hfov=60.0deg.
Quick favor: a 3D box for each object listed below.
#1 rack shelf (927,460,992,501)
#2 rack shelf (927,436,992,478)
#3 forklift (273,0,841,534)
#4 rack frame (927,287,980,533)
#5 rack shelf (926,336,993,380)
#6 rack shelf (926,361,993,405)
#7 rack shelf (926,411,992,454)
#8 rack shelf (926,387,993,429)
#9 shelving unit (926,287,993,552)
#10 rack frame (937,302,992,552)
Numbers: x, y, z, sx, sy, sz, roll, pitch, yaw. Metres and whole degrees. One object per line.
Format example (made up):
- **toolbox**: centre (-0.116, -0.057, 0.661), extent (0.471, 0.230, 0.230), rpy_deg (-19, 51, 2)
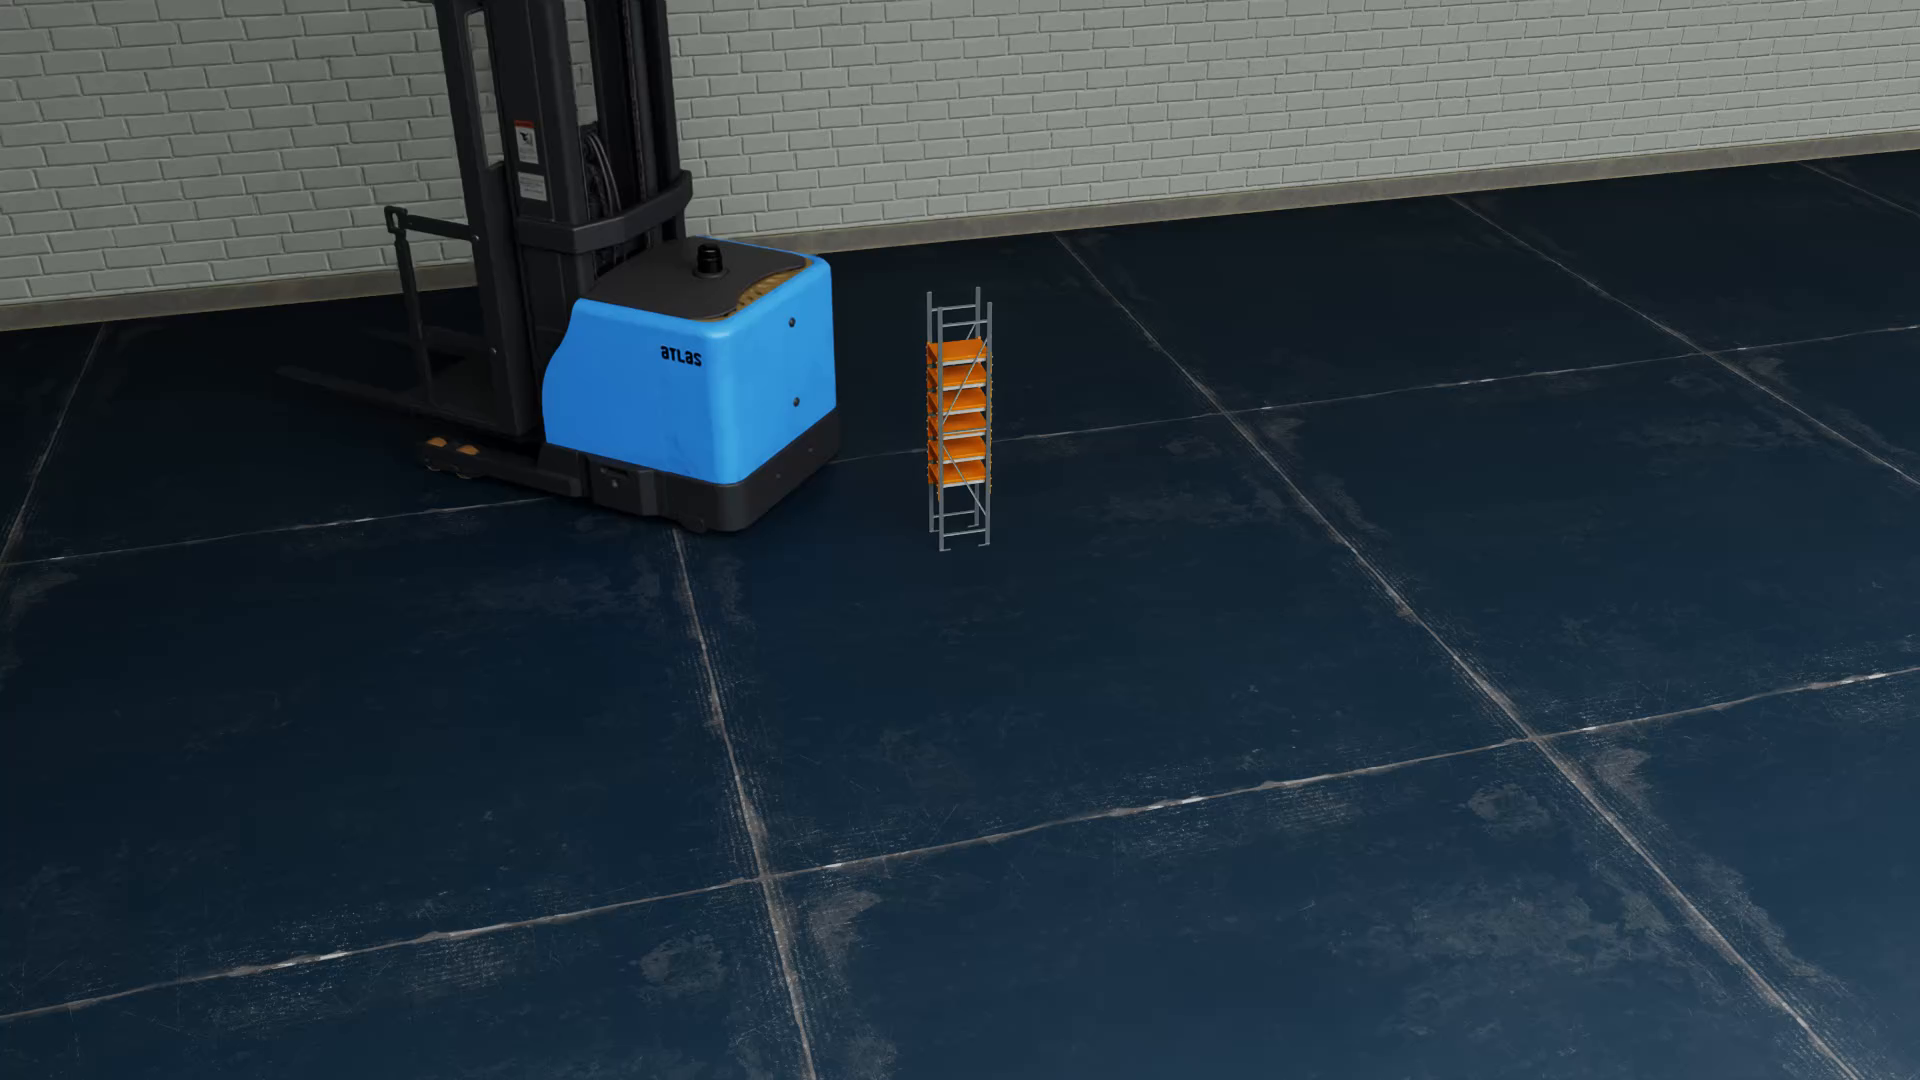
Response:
- **rack shelf**: centre (-0.004, -0.280, 7.604), extent (0.258, 0.103, 0.180), rpy_deg (-8, 31, -13)
- **rack shelf**: centre (-0.004, -0.384, 7.544), extent (0.258, 0.103, 0.180), rpy_deg (-8, 31, -13)
- **forklift**: centre (-2.156, -1.793, 7.922), extent (3.031, 2.935, 1.130), rpy_deg (14, 33, 22)
- **rack frame**: centre (-0.028, -0.570, 7.538), extent (0.240, 1.200, 0.006), rpy_deg (-8, 31, -13)
- **rack shelf**: centre (-0.004, -0.799, 7.303), extent (0.258, 0.103, 0.180), rpy_deg (-8, 31, -13)
- **rack shelf**: centre (-0.004, -0.696, 7.364), extent (0.258, 0.103, 0.180), rpy_deg (-8, 31, -13)
- **rack shelf**: centre (-0.004, -0.488, 7.484), extent (0.258, 0.103, 0.180), rpy_deg (-8, 31, -13)
- **rack shelf**: centre (-0.004, -0.592, 7.424), extent (0.258, 0.103, 0.180), rpy_deg (-8, 31, -13)
- **shelving unit**: centre (-0.004, -0.526, 7.462), extent (0.258, 1.200, 0.189), rpy_deg (-8, 31, -13)
- **rack frame**: centre (0.020, -0.482, 7.385), extent (0.240, 1.200, 0.006), rpy_deg (-8, 31, -13)
